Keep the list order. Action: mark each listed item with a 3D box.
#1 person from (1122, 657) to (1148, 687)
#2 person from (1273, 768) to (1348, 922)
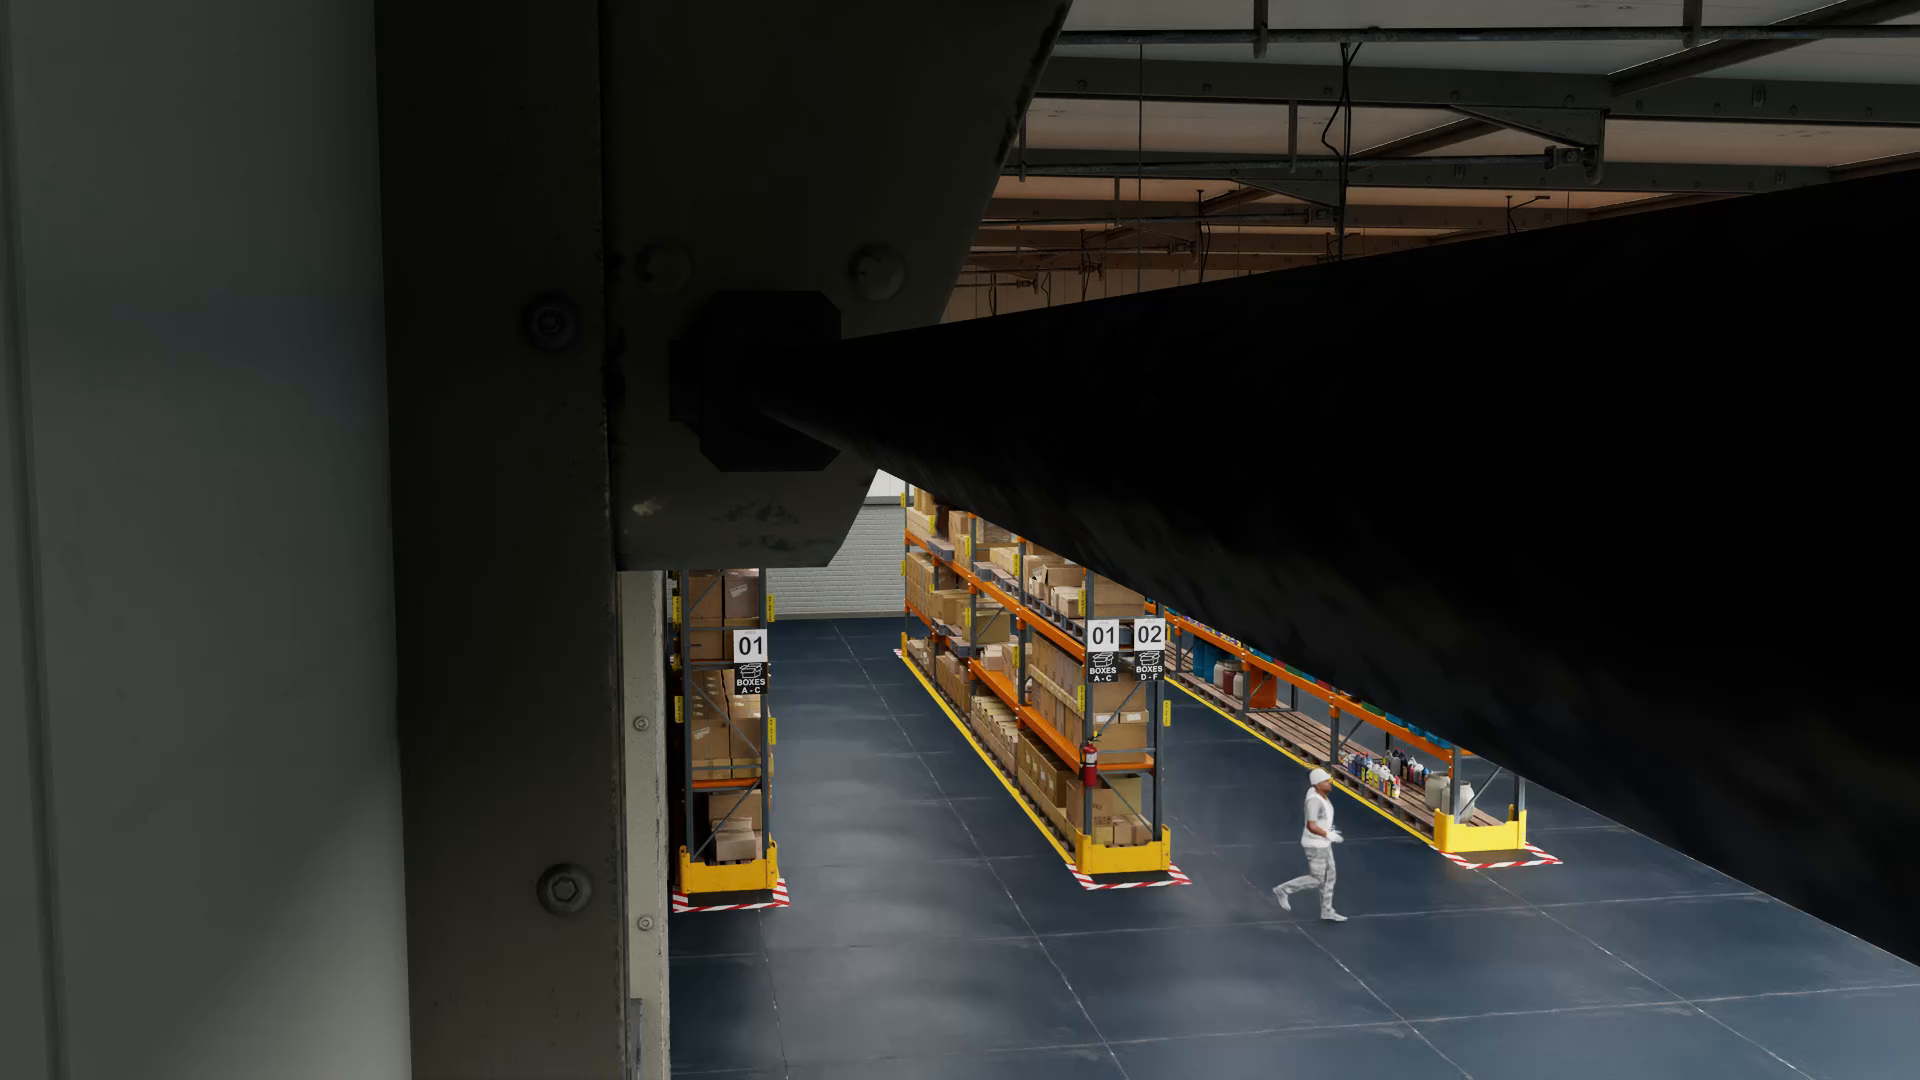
[{"bbox_3d":[3.103,2.185,29.492,0.603,1.650,0.513,-2,6,-17],"label":"person"},{"bbox_3d":[4.043,3.489,19.093,0.840,1.774,0.688,2,6,16],"label":"person"}]
